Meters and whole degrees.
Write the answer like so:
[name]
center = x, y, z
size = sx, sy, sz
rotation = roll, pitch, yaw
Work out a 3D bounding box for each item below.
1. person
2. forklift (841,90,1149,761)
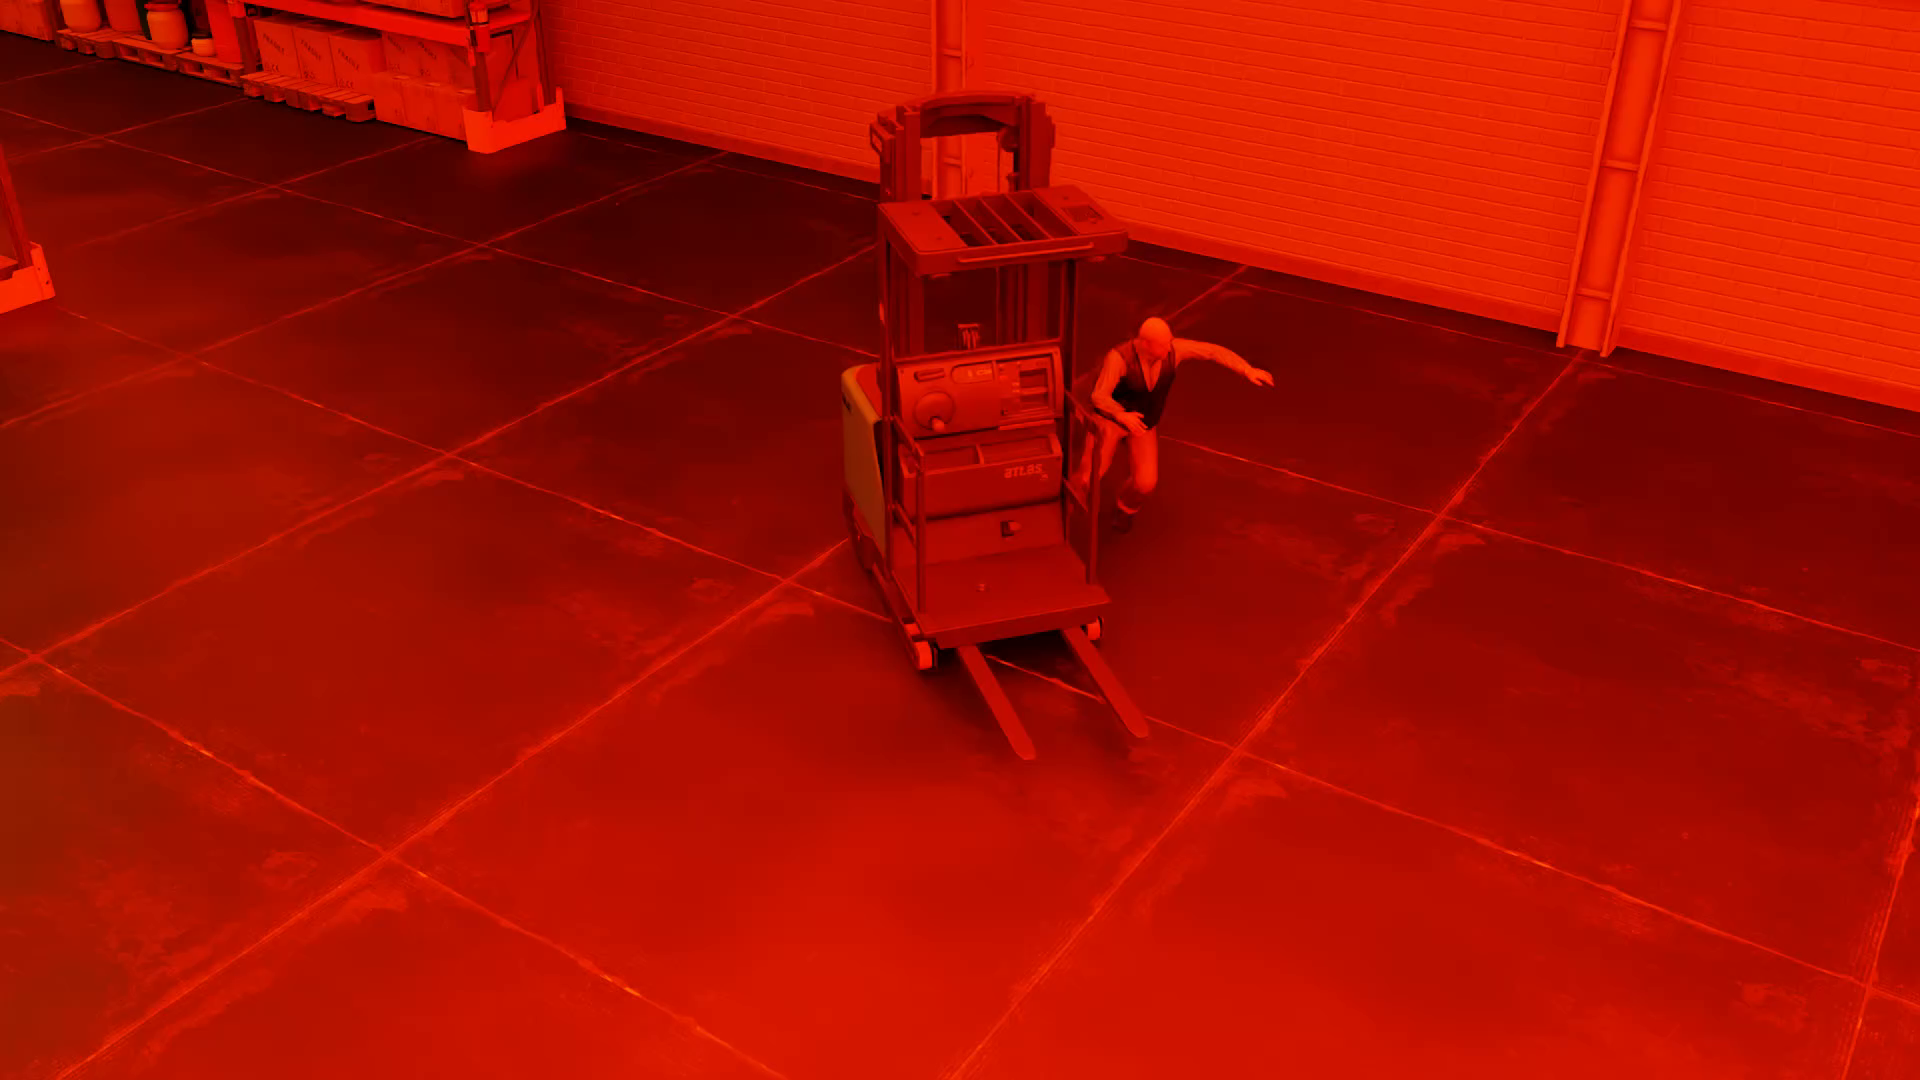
[person]
center = 1.085, -0.686, 10.239
size = 1.523, 1.455, 0.785
rotation = -10, 32, -17
[forklift]
center = 0.182, -0.766, 8.900
size = 1.130, 2.935, 3.031
rotation = -9, 31, -15
